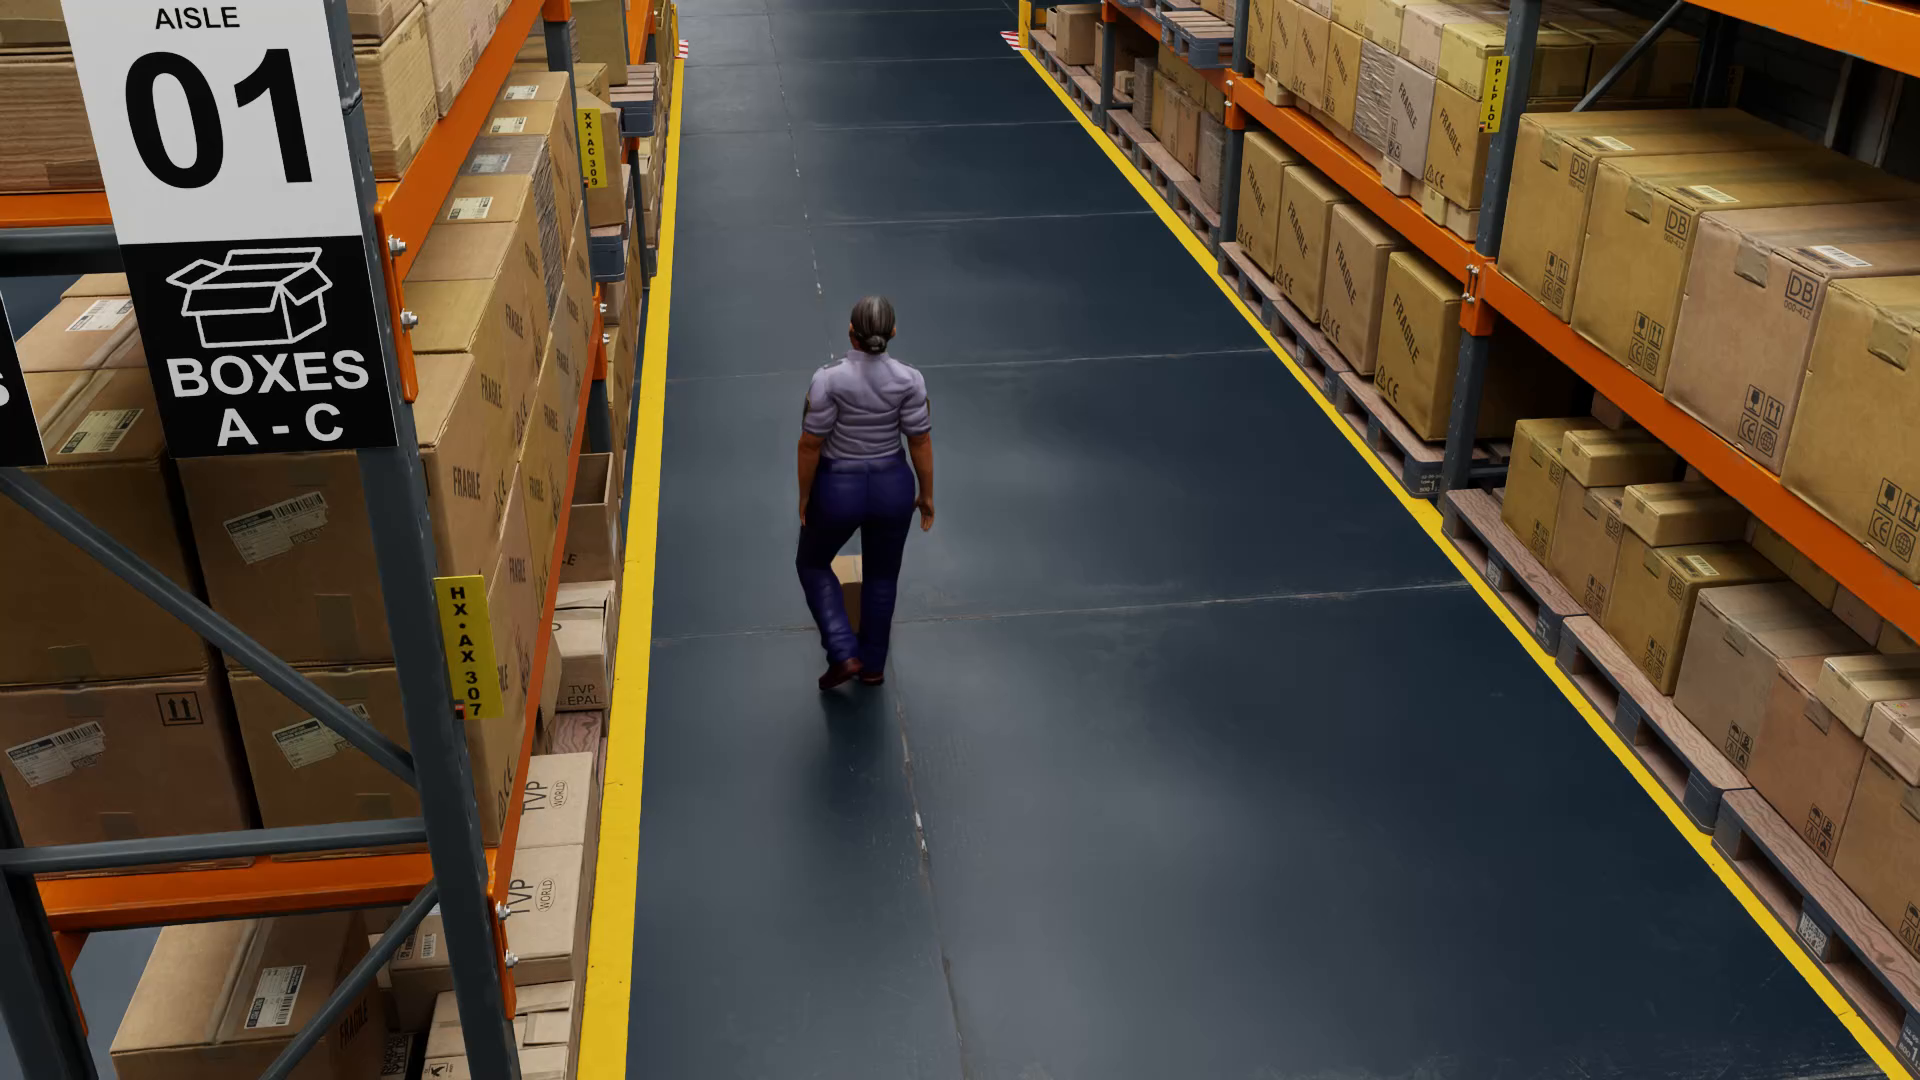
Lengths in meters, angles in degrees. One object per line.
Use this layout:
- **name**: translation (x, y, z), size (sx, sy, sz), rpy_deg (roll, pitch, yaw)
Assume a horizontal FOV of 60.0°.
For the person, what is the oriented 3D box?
- **person**: translation (-0.366, -0.162, 6.445), size (0.538, 1.646, 0.461), rpy_deg (-6, 28, -12)
